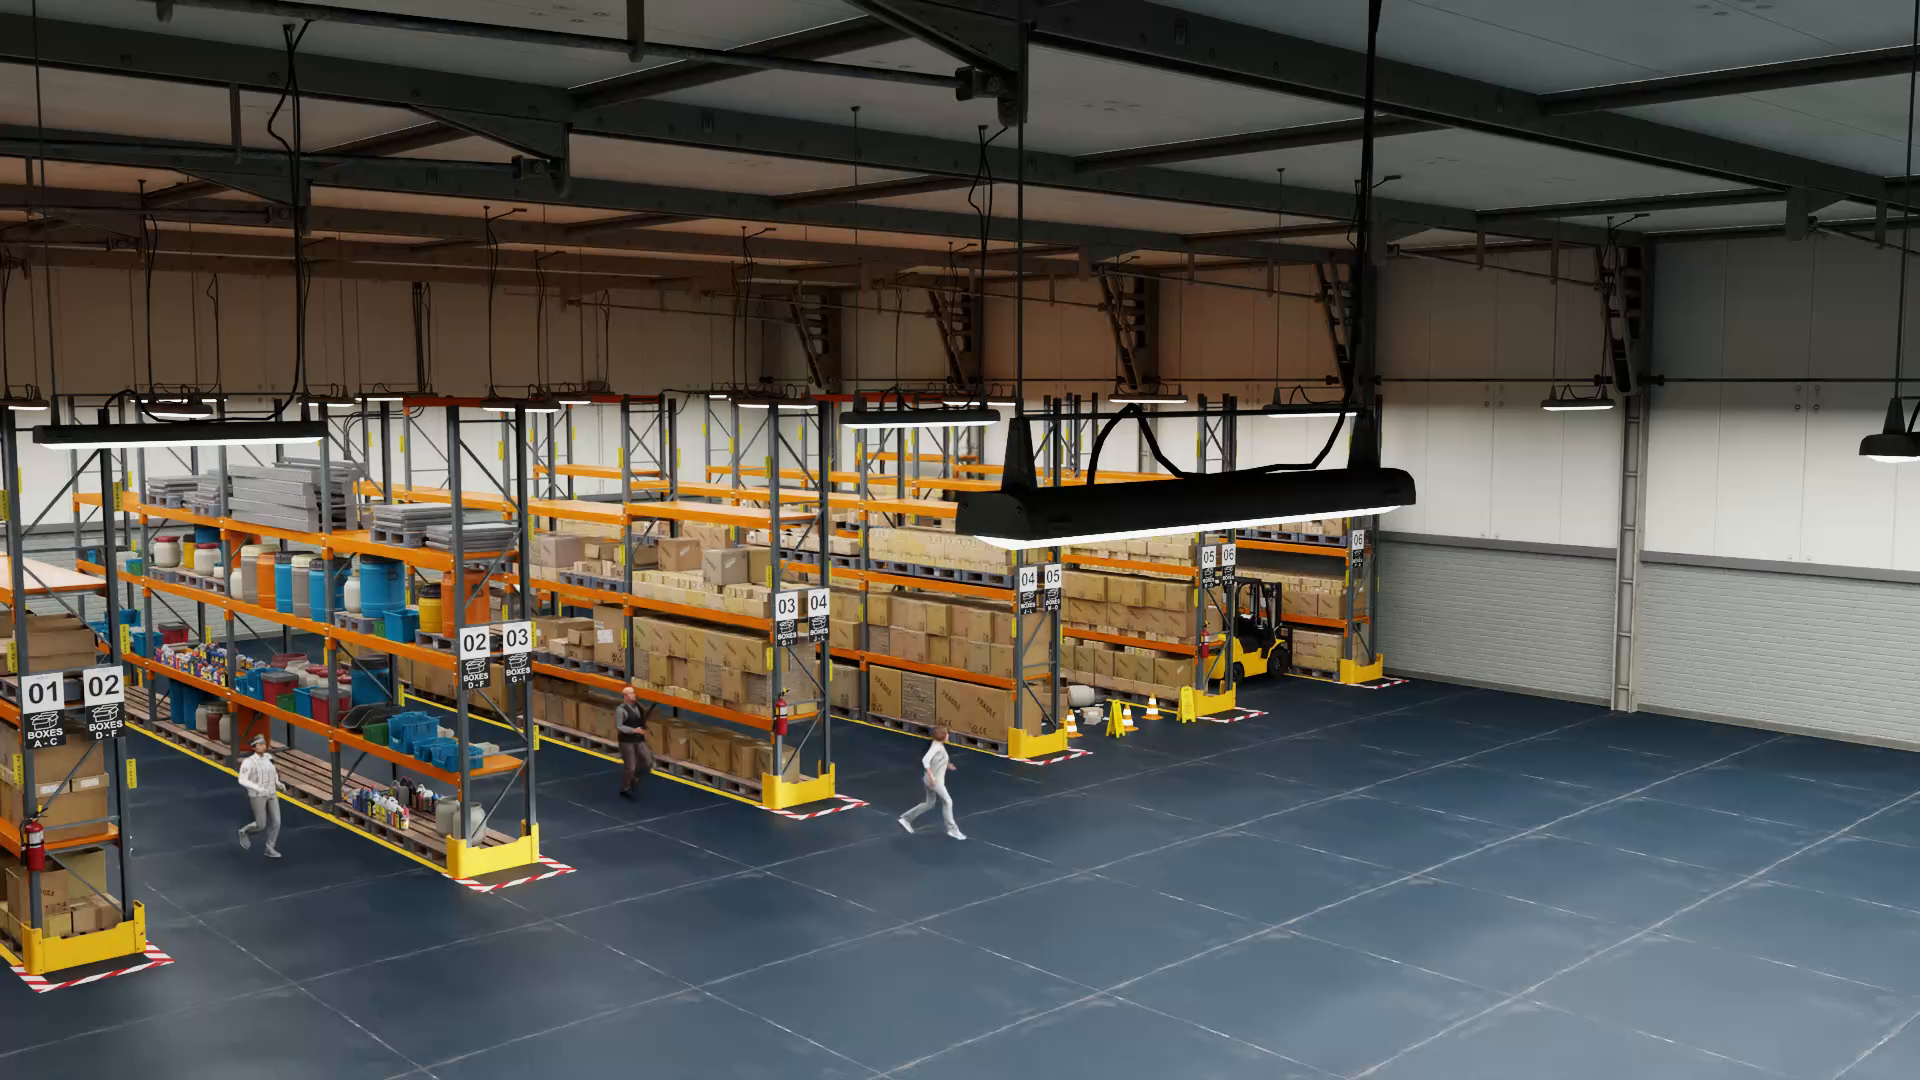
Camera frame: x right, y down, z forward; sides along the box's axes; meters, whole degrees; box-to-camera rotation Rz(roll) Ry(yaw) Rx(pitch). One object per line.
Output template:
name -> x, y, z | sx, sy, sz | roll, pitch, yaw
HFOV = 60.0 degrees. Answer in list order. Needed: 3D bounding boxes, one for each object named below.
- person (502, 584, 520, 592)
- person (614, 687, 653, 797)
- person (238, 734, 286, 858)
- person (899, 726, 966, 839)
person -> -10.761, 1.616, 39.893 | 0.681, 1.783, 0.832 | 3, 6, 26
person -> -4.916, 3.058, 25.135 | 0.603, 1.680, 0.643 | 4, 7, 34
person -> -9.276, 3.374, 22.068 | 0.653, 1.650, 0.620 | 3, 6, 28
person -> -0.371, 3.336, 22.790 | 0.918, 1.596, 0.557 | -1, 6, -6
